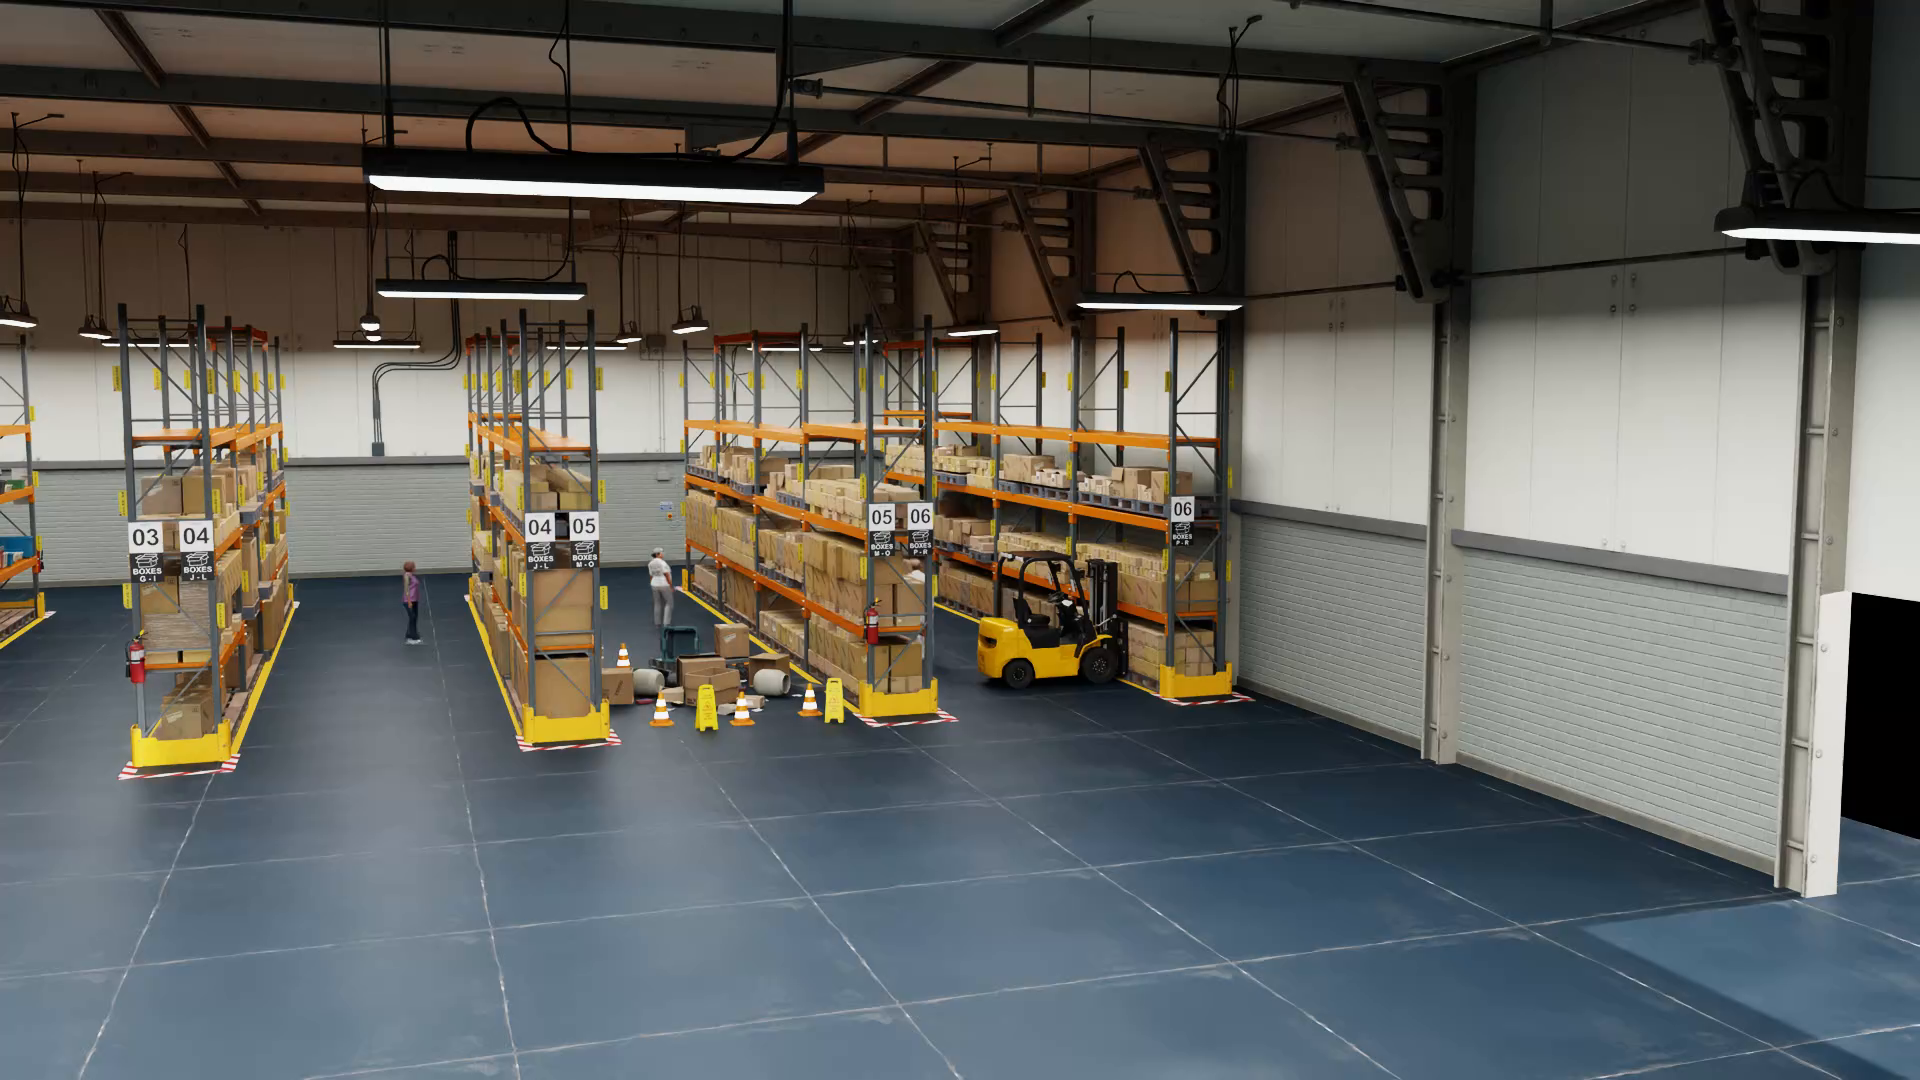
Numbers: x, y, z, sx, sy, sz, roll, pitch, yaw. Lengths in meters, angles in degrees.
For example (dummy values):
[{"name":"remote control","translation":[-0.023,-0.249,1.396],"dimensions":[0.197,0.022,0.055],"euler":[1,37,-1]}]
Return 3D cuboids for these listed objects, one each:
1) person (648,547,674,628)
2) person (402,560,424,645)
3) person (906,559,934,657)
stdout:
[{"name":"person","translation":[-6.045,0.998,33.756],"dimensions":[0.579,1.700,0.392],"euler":[3,6,26]},{"name":"person","translation":[-10.467,1.202,31.926],"dimensions":[0.518,1.620,0.418],"euler":[1,6,13]},{"name":"person","translation":[-0.795,1.255,30.218],"dimensions":[0.561,1.830,0.651],"euler":[-2,6,-24]}]
